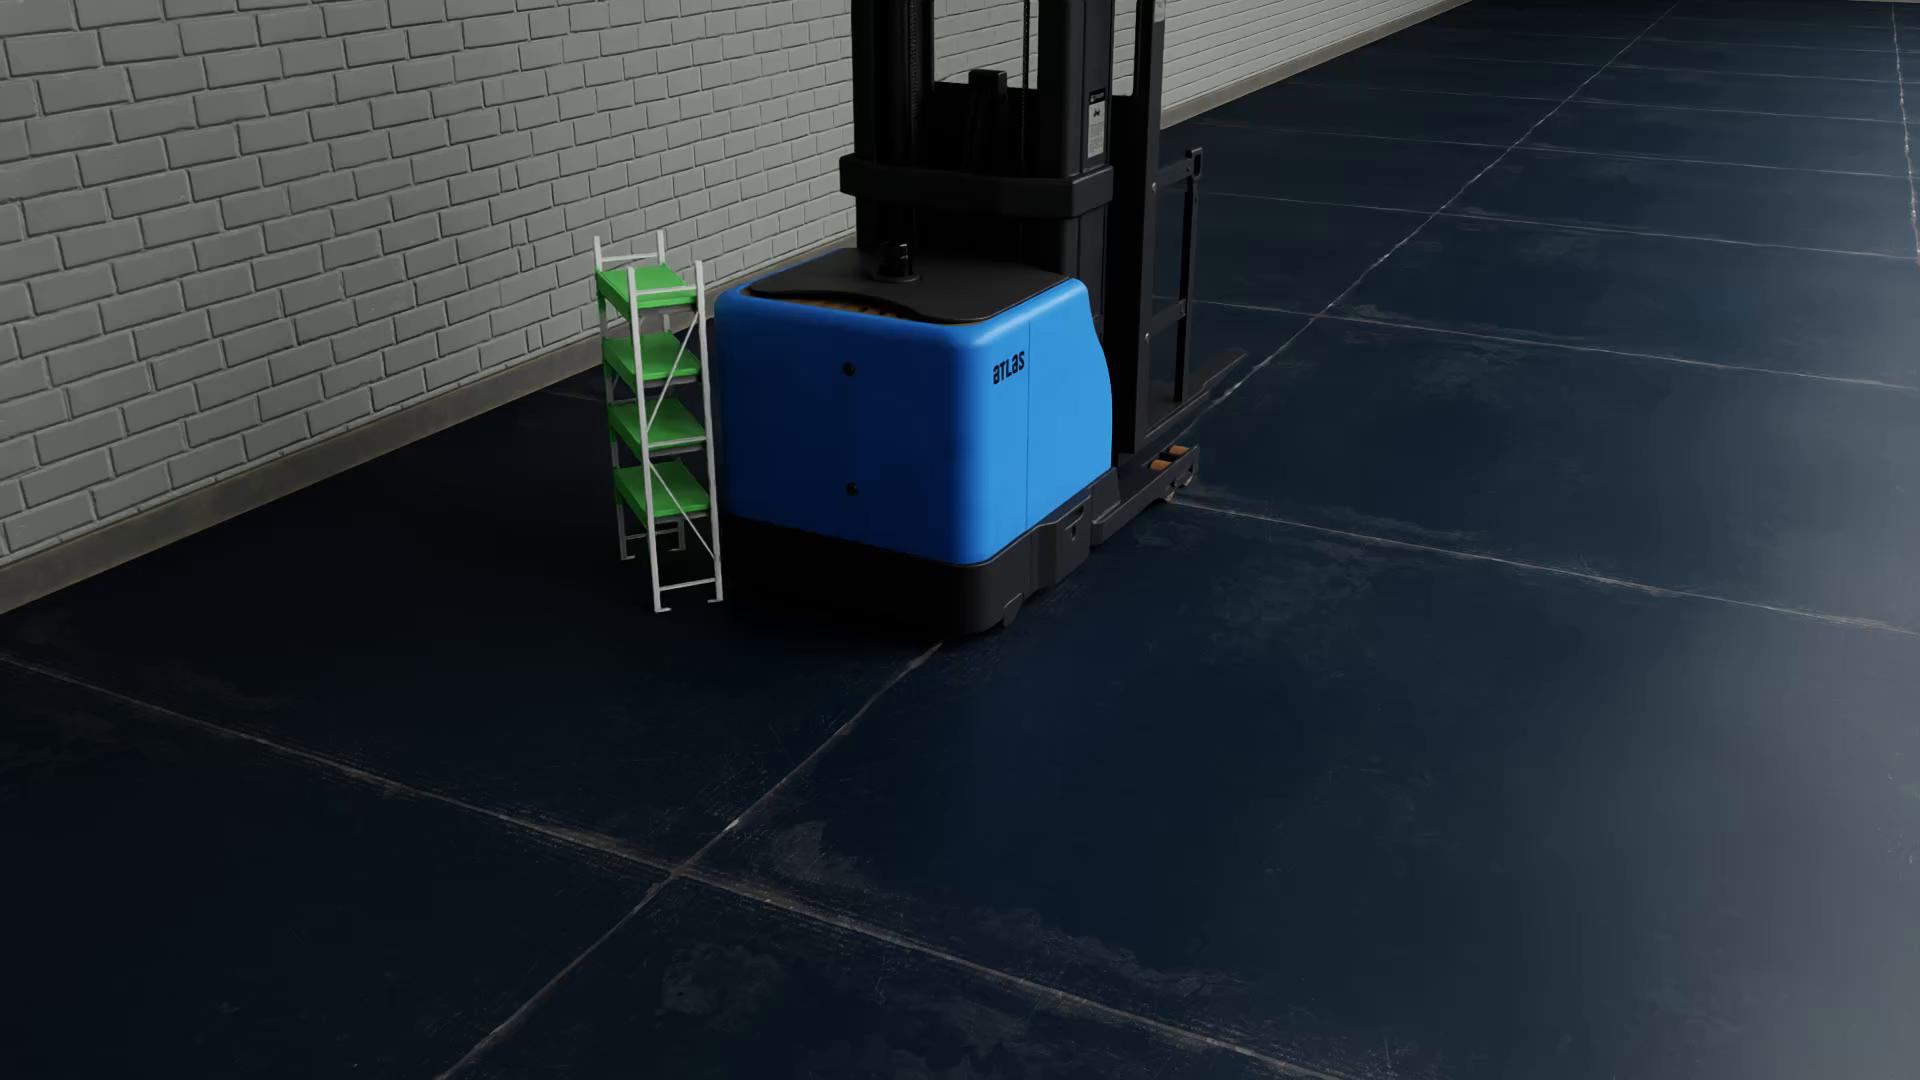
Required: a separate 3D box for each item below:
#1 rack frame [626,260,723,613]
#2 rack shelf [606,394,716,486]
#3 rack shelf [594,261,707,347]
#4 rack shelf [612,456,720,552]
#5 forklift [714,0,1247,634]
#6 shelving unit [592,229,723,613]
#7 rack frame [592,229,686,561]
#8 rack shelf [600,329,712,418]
[{"bbox_3d":[-0.937,-0.323,5.510,0.240,1.200,0.015,-10,25,-22],"label":"rack frame"},{"bbox_3d":[-1.036,-0.352,5.741,0.258,0.148,0.480,-10,25,-22],"label":"rack shelf"},{"bbox_3d":[-1.037,-0.793,5.553,0.258,0.148,0.480,-10,25,-22],"label":"rack shelf"},{"bbox_3d":[-1.036,-0.131,5.835,0.258,0.148,0.480,-10,25,-22],"label":"rack shelf"},{"bbox_3d":[0.326,-1.580,6.254,1.130,2.935,3.031,12,26,26],"label":"forklift"},{"bbox_3d":[-1.036,-0.411,5.716,0.258,1.200,0.503,-10,25,-22],"label":"shelving unit"},{"bbox_3d":[-1.135,-0.498,5.921,0.240,1.200,0.015,-10,25,-22],"label":"rack frame"},{"bbox_3d":[-1.036,-0.573,5.647,0.258,0.148,0.480,-10,25,-22],"label":"rack shelf"}]
